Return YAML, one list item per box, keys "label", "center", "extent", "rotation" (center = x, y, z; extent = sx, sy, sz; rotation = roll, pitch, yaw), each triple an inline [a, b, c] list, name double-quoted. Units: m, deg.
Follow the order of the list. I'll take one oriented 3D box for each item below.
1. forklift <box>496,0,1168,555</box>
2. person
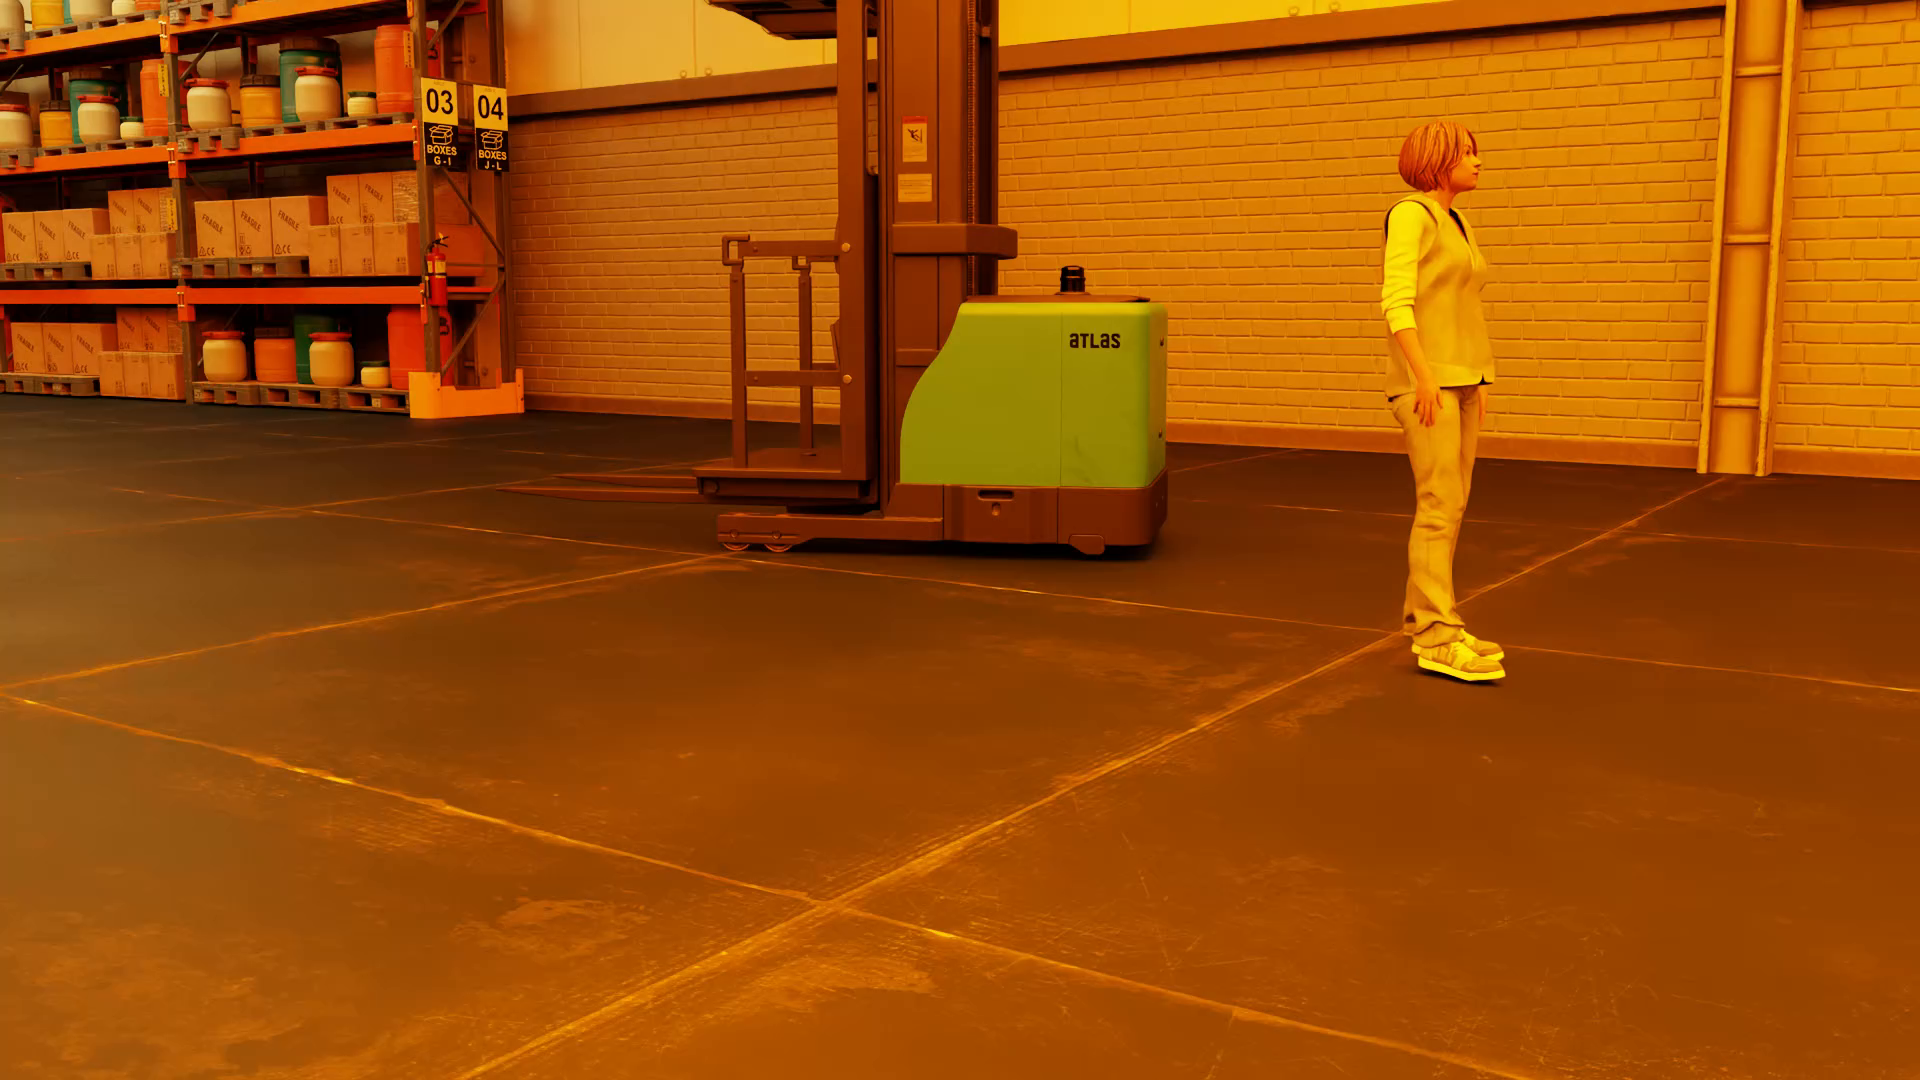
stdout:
- label: "forklift"
  center: [-0.596, -1.469, 7.520]
  extent: [3.031, 2.935, 1.130]
  rotation: [2, 8, 12]
- label: "person"
  center: [1.476, -0.425, 4.883]
  extent: [0.470, 1.600, 0.515]
  rotation: [6, 10, 37]
